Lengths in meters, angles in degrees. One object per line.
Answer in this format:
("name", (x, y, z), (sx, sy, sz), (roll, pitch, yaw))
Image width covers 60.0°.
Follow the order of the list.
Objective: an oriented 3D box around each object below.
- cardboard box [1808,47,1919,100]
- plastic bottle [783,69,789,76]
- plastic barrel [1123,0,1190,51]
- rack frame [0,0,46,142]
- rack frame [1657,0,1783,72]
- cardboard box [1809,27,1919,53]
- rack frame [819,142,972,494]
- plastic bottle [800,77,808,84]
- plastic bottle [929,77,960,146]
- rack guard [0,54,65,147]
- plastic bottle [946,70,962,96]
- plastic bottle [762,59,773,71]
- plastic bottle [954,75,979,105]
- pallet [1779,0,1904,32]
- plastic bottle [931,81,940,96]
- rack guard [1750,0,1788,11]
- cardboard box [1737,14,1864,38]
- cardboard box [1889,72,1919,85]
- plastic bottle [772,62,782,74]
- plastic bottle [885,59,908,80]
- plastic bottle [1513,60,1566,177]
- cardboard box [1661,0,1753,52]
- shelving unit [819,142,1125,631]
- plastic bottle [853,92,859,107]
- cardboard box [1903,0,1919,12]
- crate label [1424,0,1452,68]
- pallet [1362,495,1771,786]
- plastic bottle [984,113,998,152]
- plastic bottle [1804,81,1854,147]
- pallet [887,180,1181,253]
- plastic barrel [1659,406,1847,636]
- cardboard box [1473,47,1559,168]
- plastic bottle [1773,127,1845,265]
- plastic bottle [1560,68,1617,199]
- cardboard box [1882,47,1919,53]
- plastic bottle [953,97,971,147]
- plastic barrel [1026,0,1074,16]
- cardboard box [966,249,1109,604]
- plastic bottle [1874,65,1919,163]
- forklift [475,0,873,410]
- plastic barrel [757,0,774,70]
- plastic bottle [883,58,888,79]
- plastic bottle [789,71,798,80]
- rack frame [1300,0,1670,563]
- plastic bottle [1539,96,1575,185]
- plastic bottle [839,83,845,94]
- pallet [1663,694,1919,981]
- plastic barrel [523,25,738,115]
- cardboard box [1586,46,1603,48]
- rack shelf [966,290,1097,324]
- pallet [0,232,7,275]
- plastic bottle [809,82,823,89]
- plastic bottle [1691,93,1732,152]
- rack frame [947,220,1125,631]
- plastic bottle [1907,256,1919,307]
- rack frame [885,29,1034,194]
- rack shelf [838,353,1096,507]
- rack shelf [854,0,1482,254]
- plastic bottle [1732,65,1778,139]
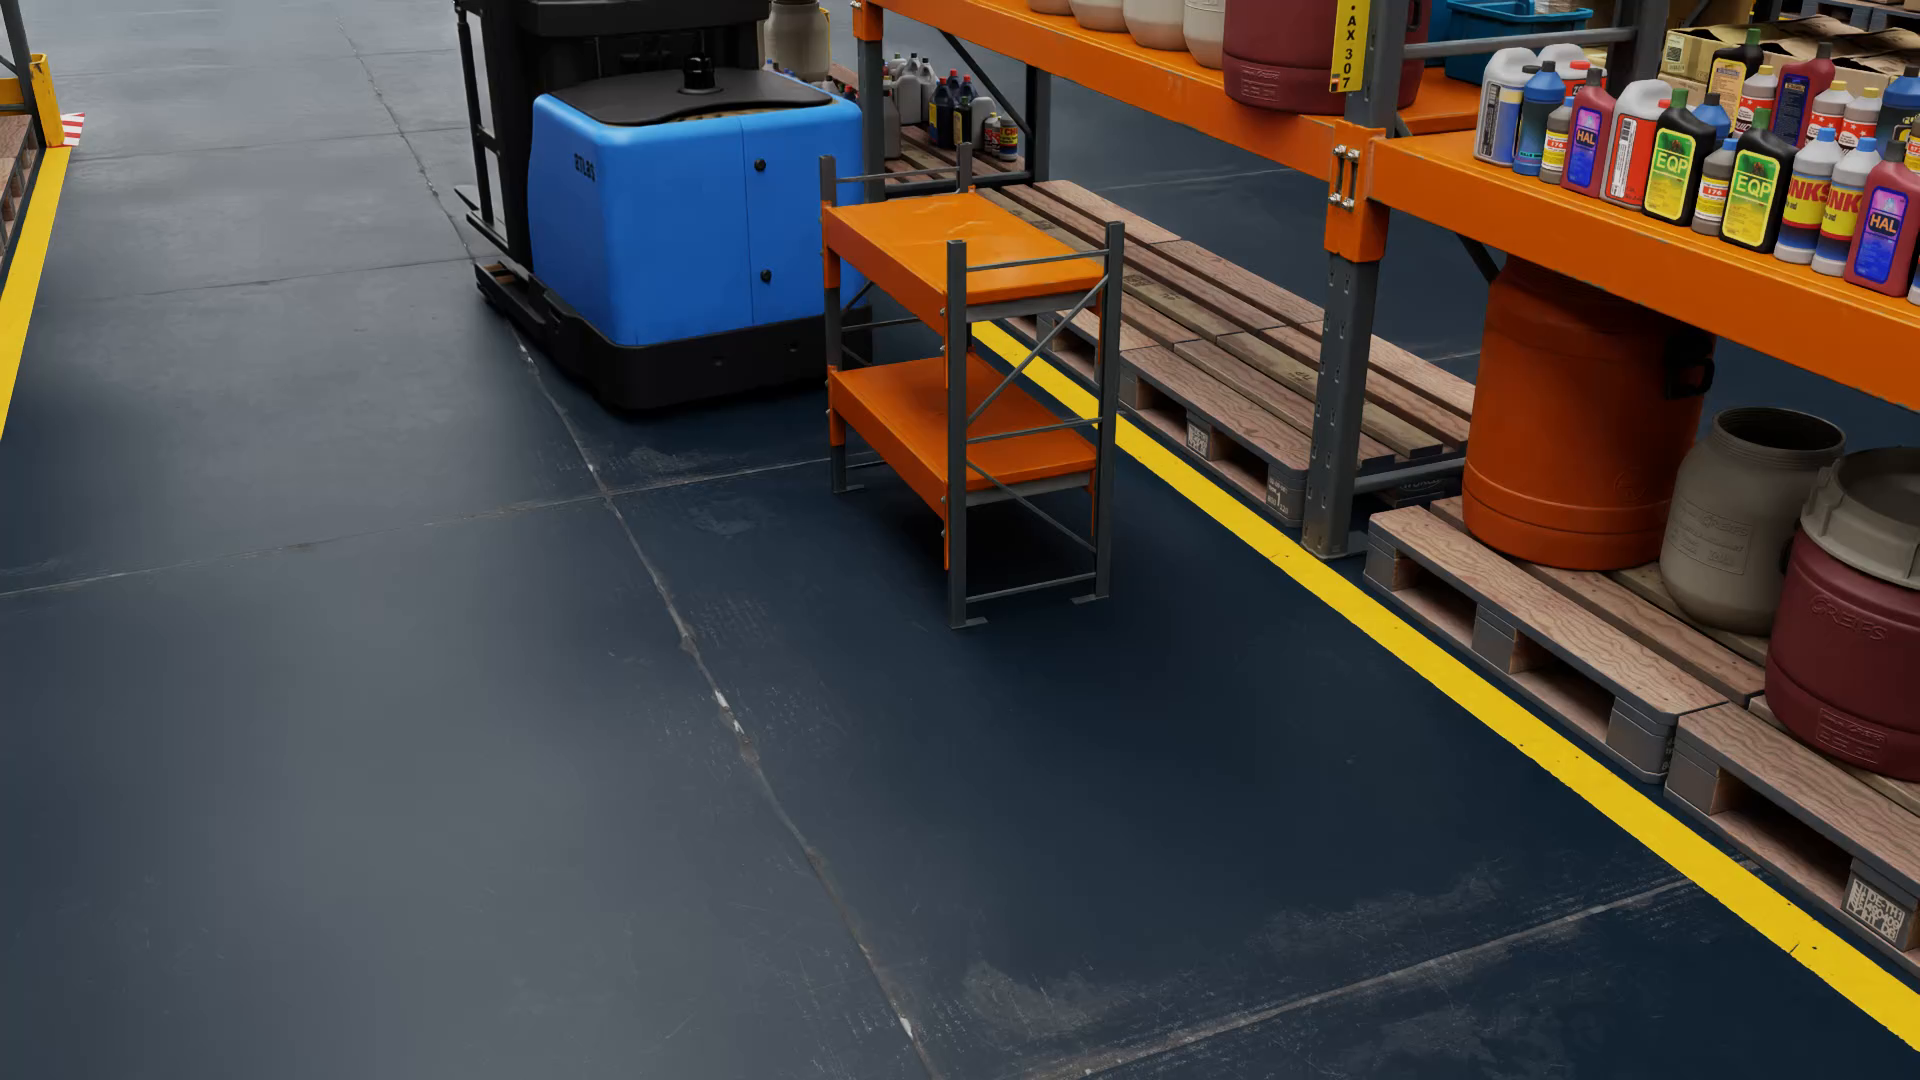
("cardboard box", (4.869, -2.436, 8.836), (0.500, 0.311, 0.500), (-12, 28, -22))
("plastic bottle", (-1.027, -2.665, 9.897), (0.097, 0.271, 0.097), (0, 26, 0))
("plastic barrel", (0.784, -1.986, 5.772), (0.421, 0.512, 0.421), (0, 26, 0))
("rack frame", (-6.142, -3.766, 9.544), (1.000, 3.000, 0.127), (-11, 28, -21))
("rack frame", (4.541, -3.852, 9.720), (1.000, 3.000, 0.127), (-11, 28, -21))
("cardboard box", (5.173, -2.734, 9.446), (0.500, 0.311, 0.500), (-10, 28, -19))
("rack frame", (-0.196, -0.708, 5.418), (0.500, 1.125, 0.032), (-11, 28, -21))
("plastic bottle", (-0.909, -2.543, 9.647), (0.097, 0.271, 0.097), (0, 26, 0))
("plastic bottle", (-0.085, -2.382, 9.227), (0.144, 0.351, 0.185), (-11, 28, -21))
("rack guard", (-6.112, -2.612, 10.030), (1.175, 0.500, 0.348), (-11, 28, -21))
("plastic bottle", (-0.026, -2.483, 9.434), (0.144, 0.351, 0.185), (-12, 28, -23))
("plastic bottle", (-1.161, -2.803, 10.181), (0.097, 0.271, 0.097), (0, 26, 0))
("plastic bottle", (0.047, -2.407, 9.278), (0.144, 0.351, 0.185), (-10, 28, -19))
("pallet", (5.877, -1.760, 8.614), (9.879, 0.211, 12.008), (-11, 28, -21))
("plastic bottle", (-0.119, -2.500, 9.560), (0.097, 0.271, 0.097), (0, 26, 0))
("rack guard", (7.561, -5.165, 15.259), (1.175, 0.500, 0.348), (-11, 28, -21))
("cardboard box", (4.963, -2.943, 9.874), (0.500, 0.311, 0.500), (-11, 28, -21))
("cardboard box", (5.077, -2.227, 8.408), (0.500, 0.311, 0.500), (-10, 28, -19))
("plastic bottle", (-1.090, -2.714, 9.984), (0.061, 0.283, 0.133), (-10, 28, -20))
("plastic bottle", (-0.389, -2.818, 10.206), (0.152, 0.276, 0.135), (-10, 28, -20))
("plastic bottle", (1.440, -1.048, 4.124), (0.097, 0.271, 0.097), (0, 26, 0))
("cardboard box", (4.647, -3.383, 10.560), (0.500, 0.500, 0.500), (-11, 28, -21))
("shelving unit", (-11.214, -3.521, 5.624), (19.663, 6.000, 13.307), (-11, 28, -21))
("plastic bottle", (-0.536, -2.220, 8.896), (0.144, 0.351, 0.185), (-11, 28, -22))
("cardboard box", (8.184, -4.564, 13.526), (0.700, 0.500, 0.500), (-12, 29, -24))
("crate label", (1.408, -1.851, 5.582), (0.502, 0.435, 0.616), (-11, 28, -21))
("pallet", (1.895, 0.177, 4.647), (1.003, 0.211, 1.213), (-11, 28, -21))
("plastic bottle", (0.181, -2.228, 9.083), (0.097, 0.201, 0.097), (0, 26, 0))
("plastic bottle", (2.218, -1.065, 4.239), (0.097, 0.201, 0.097), (0, 26, 0))
("pallet", (0.325, -1.439, 7.956), (1.003, 0.211, 1.213), (-11, 28, -21))
("plastic barrel", (2.059, -0.051, 4.292), (0.421, 0.512, 0.421), (0, 26, 0))
("cardboard box", (5.470, 0.347, 2.493), (5.886, 1.356, 7.345), (-11, 28, -21))
("plastic bottle", (2.178, -0.287, 2.566), (0.097, 0.271, 2.212), (-11, 28, -21))
("plastic bottle", (1.507, -0.964, 3.939), (0.061, 0.283, 0.133), (-11, 28, -21))
("cardboard box", (5.366, -2.532, 9.033), (0.500, 0.311, 0.500), (-11, 28, -21))
("plastic bottle", (0.011, -2.290, 9.117), (0.061, 0.283, 0.133), (-11, 28, -21))
("plastic barrel", (0.442, -2.343, 6.475), (0.433, 0.535, 0.433), (0, 26, 0))
("cardboard box", (0.200, -0.297, 4.577), (0.475, 0.981, 0.035), (-12, 28, -23))
("plastic bottle", (2.294, -1.018, 4.063), (0.097, 0.271, 0.097), (0, 26, 0))
("forklift", (-2.123, -10.837, 24.206), (19.219, 2.843, 37.197), (-14, 29, -26))
("plastic barrel", (-1.257, -3.435, 11.224), (0.421, 0.512, 0.421), (0, 26, 0))
("plastic bottle", (-0.486, -2.803, 10.167), (0.061, 0.283, 0.133), (-11, 28, -21))
("plastic bottle", (-0.988, -2.624, 9.815), (0.097, 0.271, 0.097), (0, 26, 0))
("rack frame", (1.548, -1.387, 4.673), (1.000, 3.000, 0.127), (-11, 28, -21))
("plastic bottle", (1.479, -0.977, 4.059), (0.097, 0.201, 0.097), (0, 26, 0))
("plastic bottle", (-0.653, -2.426, 9.394), (0.061, 0.283, 0.133), (-11, 28, -21))
("pallet", (2.369, 0.669, 3.640), (1.003, 0.211, 1.213), (-11, 28, -21))
("plastic barrel", (-1.230, -2.229, 6.365), (0.905, 2.708, 0.517), (-11, 28, -21))
("cardboard box", (3.971, -3.158, 10.955), (0.500, 0.250, 0.500), (-11, 28, -21))
("rack shelf", (0.003, -0.814, 4.846), (0.416, 0.054, 0.922), (-11, 28, -21))
("pallet", (-4.871, -1.163, 7.392), (1.003, 0.211, 1.213), (-11, 28, -21))
("plastic bottle", (-0.797, -2.461, 9.474), (0.152, 0.276, 0.135), (-10, 28, -20))
("plastic bottle", (1.678, -0.871, 3.763), (0.097, 0.271, 0.097), (0, 26, 0))
("rack frame", (0.202, -0.298, 4.577), (0.500, 1.125, 0.032), (-11, 28, -21))
("plastic bottle", (1.893, -0.582, 3.169), (0.097, 0.271, 0.097), (0, 26, 0))
("rack frame", (-0.021, -3.002, 7.979), (0.949, 2.616, 0.053), (-11, 28, -21))
("rack shelf", (0.003, -0.349, 5.073), (0.459, 0.093, 0.952), (-11, 28, -21))
("rack shelf", (0.765, -1.872, 6.484), (1.077, 0.370, 4.000), (-11, 28, -21))
("plastic bottle", (2.128, -1.158, 4.430), (0.097, 0.201, 0.097), (0, 26, 0))
